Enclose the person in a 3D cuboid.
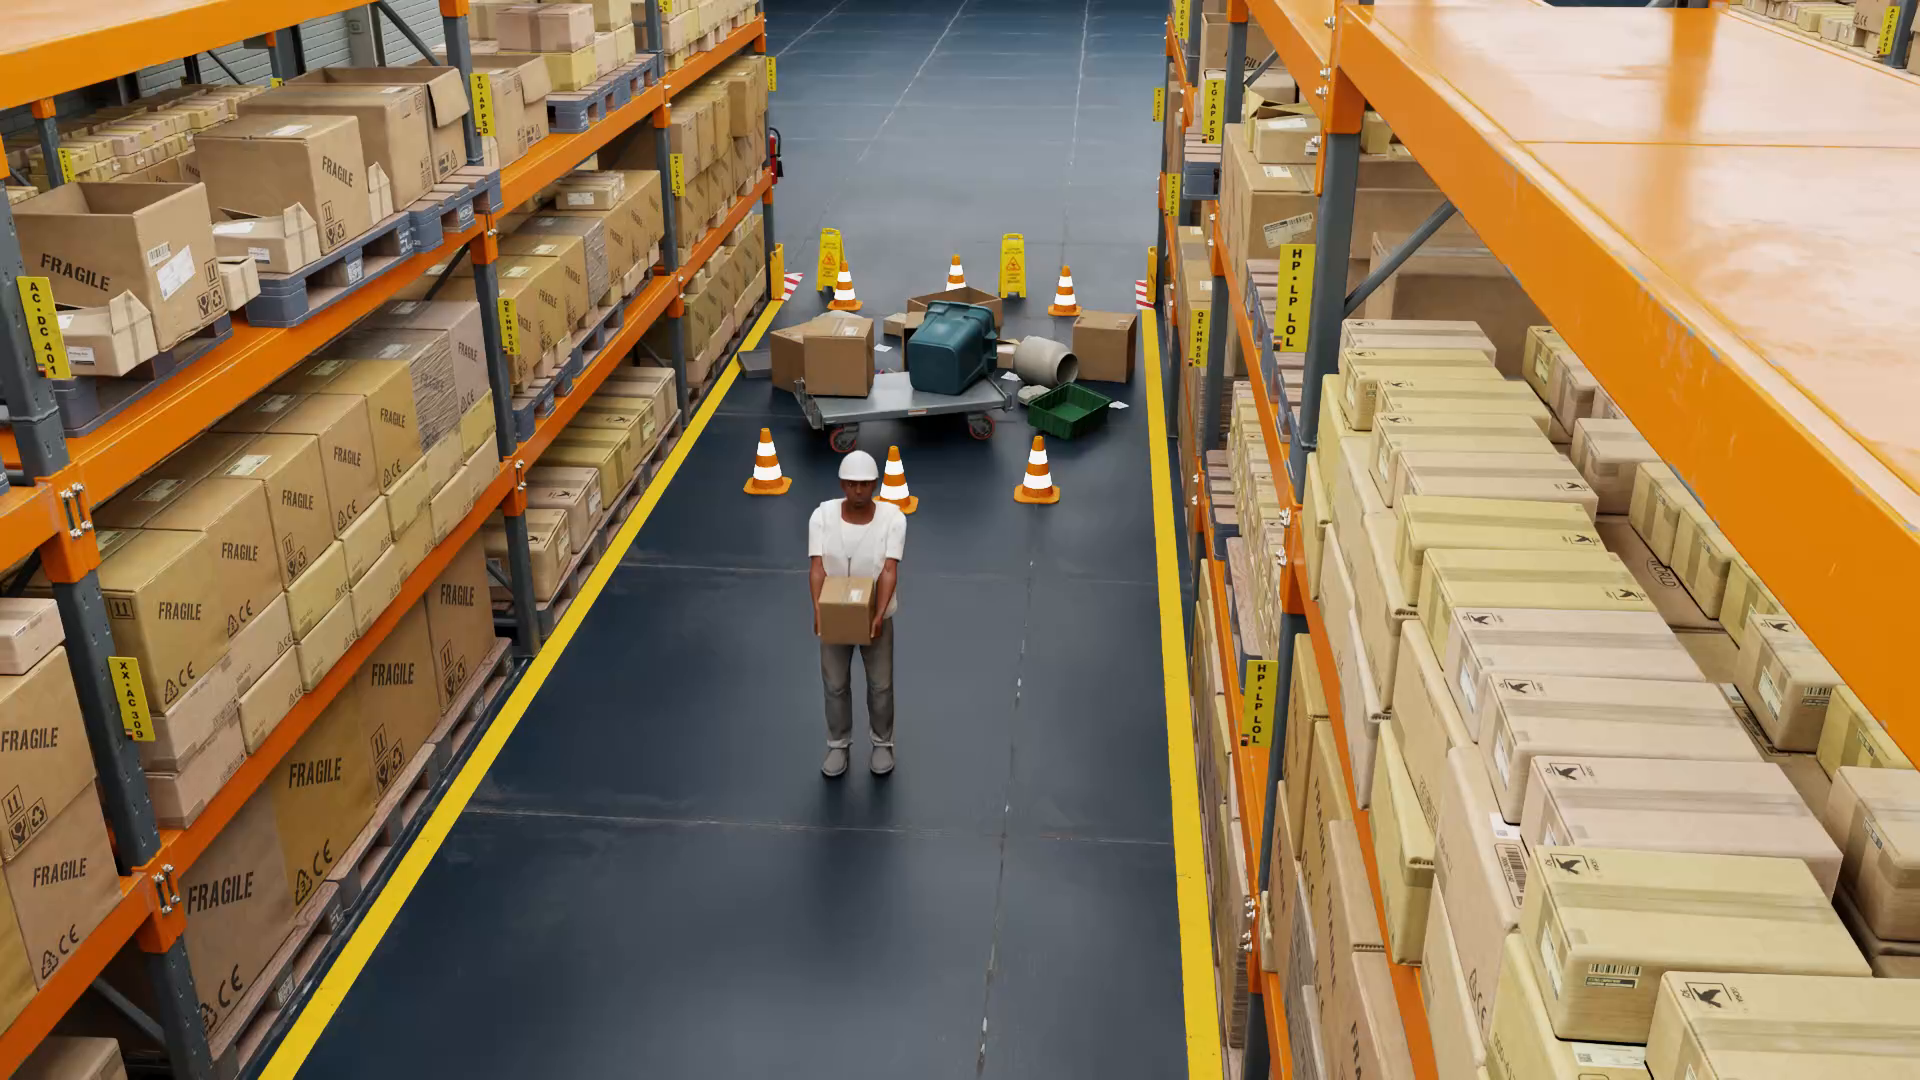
[{"bbox_3d":[-0.542,0.409,8.672,0.523,1.767,0.559,2,24,4],"label":"person"}]
